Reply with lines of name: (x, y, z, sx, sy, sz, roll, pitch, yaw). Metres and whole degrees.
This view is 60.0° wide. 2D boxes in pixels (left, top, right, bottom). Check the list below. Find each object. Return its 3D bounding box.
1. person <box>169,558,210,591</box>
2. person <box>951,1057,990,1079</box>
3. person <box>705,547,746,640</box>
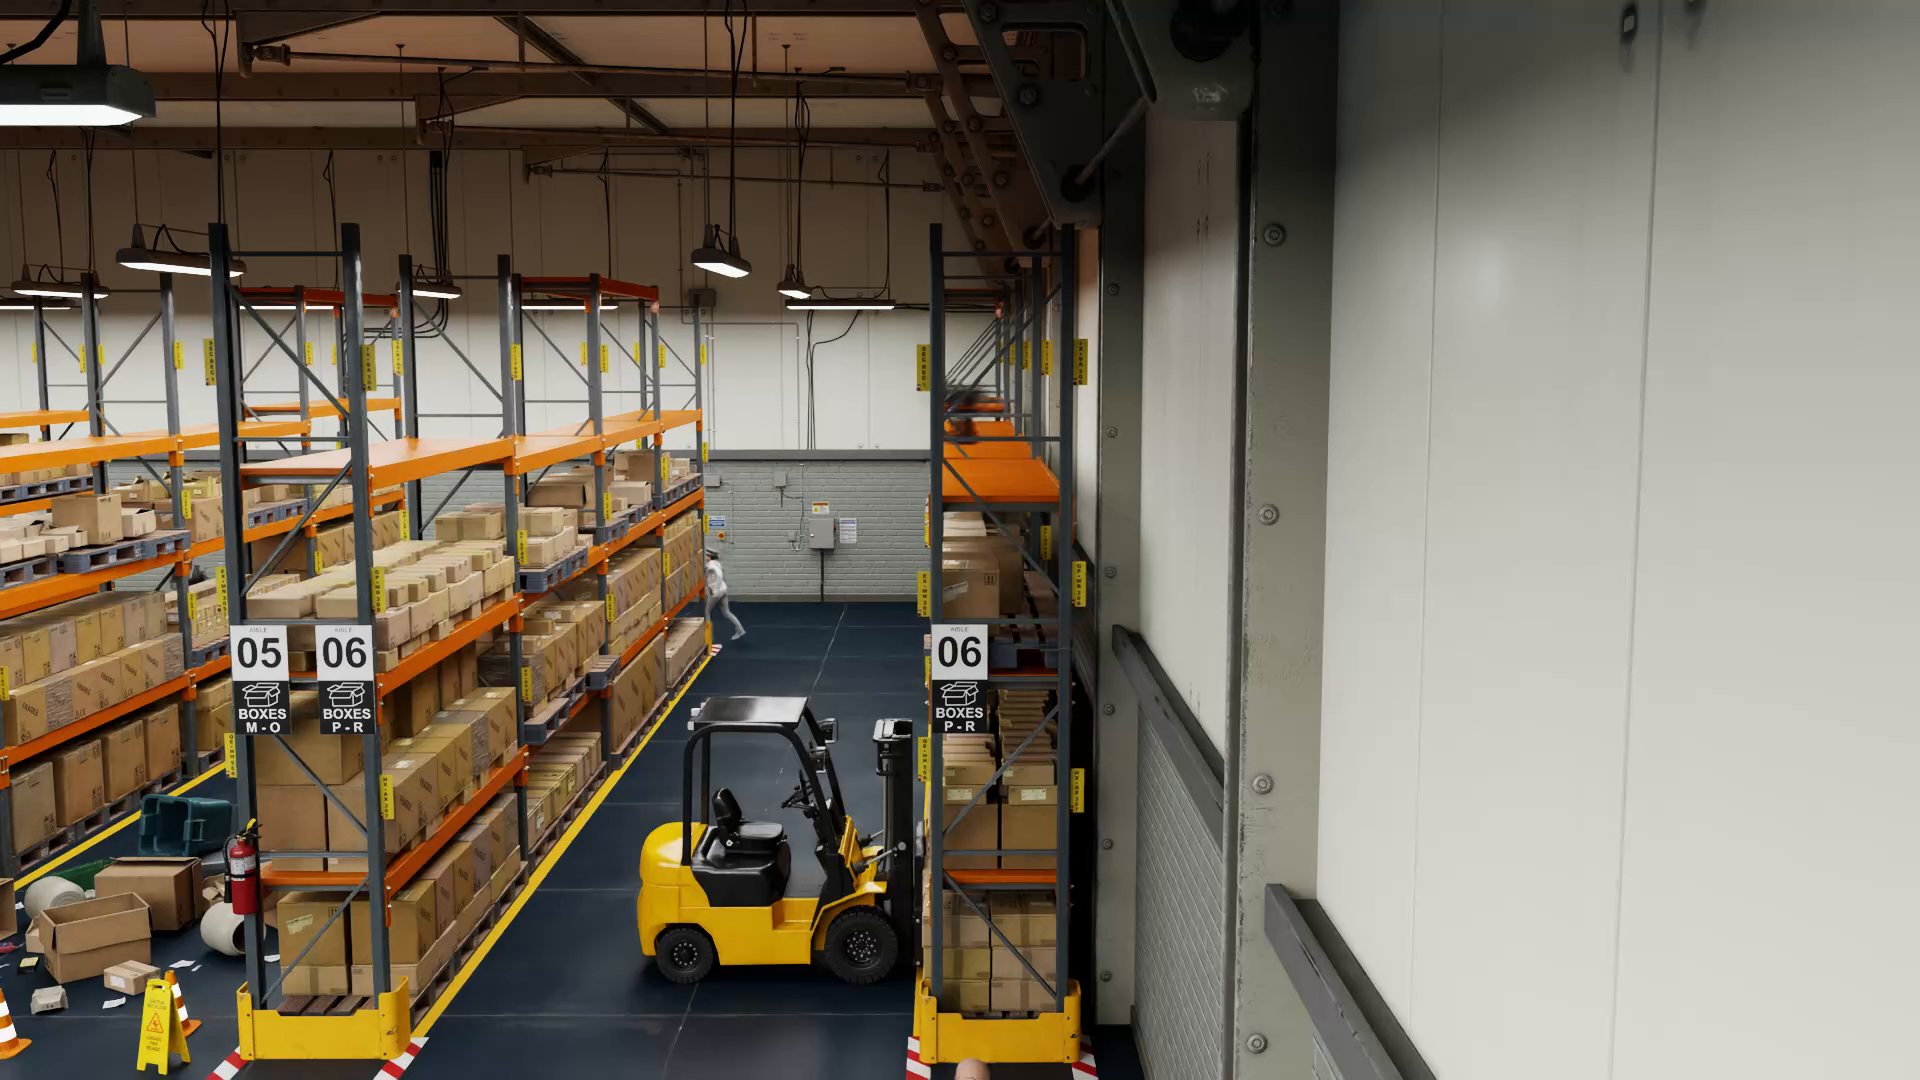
person: (-13.047, 1.043, 28.227, 0.649, 1.703, 0.904, -3, 8, -27)
person: (0.041, 3.351, 8.150, 0.704, 1.724, 0.821, 1, 7, 11)
person: (-4.181, 0.962, 28.900, 0.919, 1.689, 0.545, 2, 7, 19)
